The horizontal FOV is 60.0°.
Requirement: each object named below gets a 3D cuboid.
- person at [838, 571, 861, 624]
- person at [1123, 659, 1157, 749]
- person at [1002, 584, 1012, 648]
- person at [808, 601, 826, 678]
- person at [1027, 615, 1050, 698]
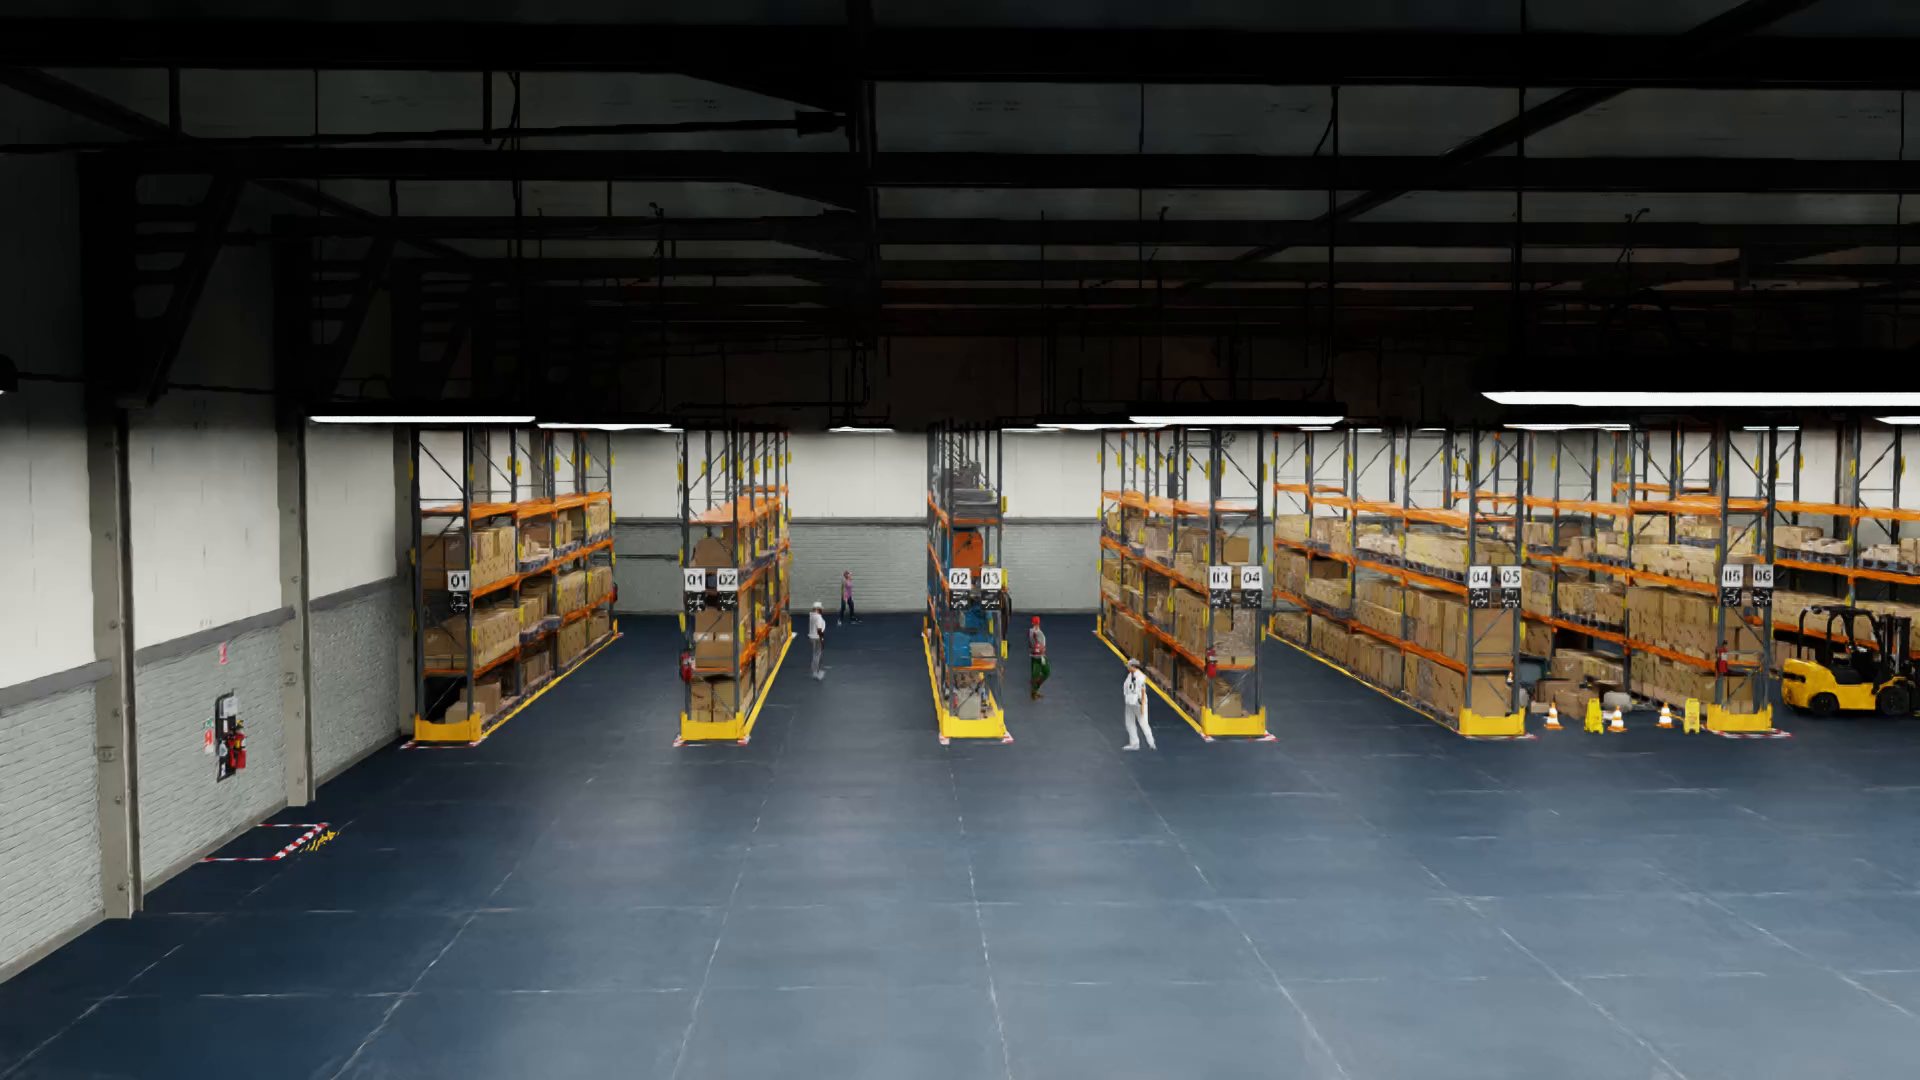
[{"bbox_3d":[-3.365,1.720,49.969,0.528,1.588,0.638,2,4,33],"label":"person"},{"bbox_3d":[3.254,2.974,30.165,0.544,1.652,0.595,-2,4,-28],"label":"person"},{"bbox_3d":[1.198,1.998,44.412,0.386,1.727,0.654,-1,4,-13],"label":"person"},{"bbox_3d":[-3.315,2.320,39.051,0.464,1.772,0.645,-2,4,-26],"label":"person"},{"bbox_3d":[1.665,2.524,35.982,0.444,1.786,0.598,-2,4,-28],"label":"person"}]
